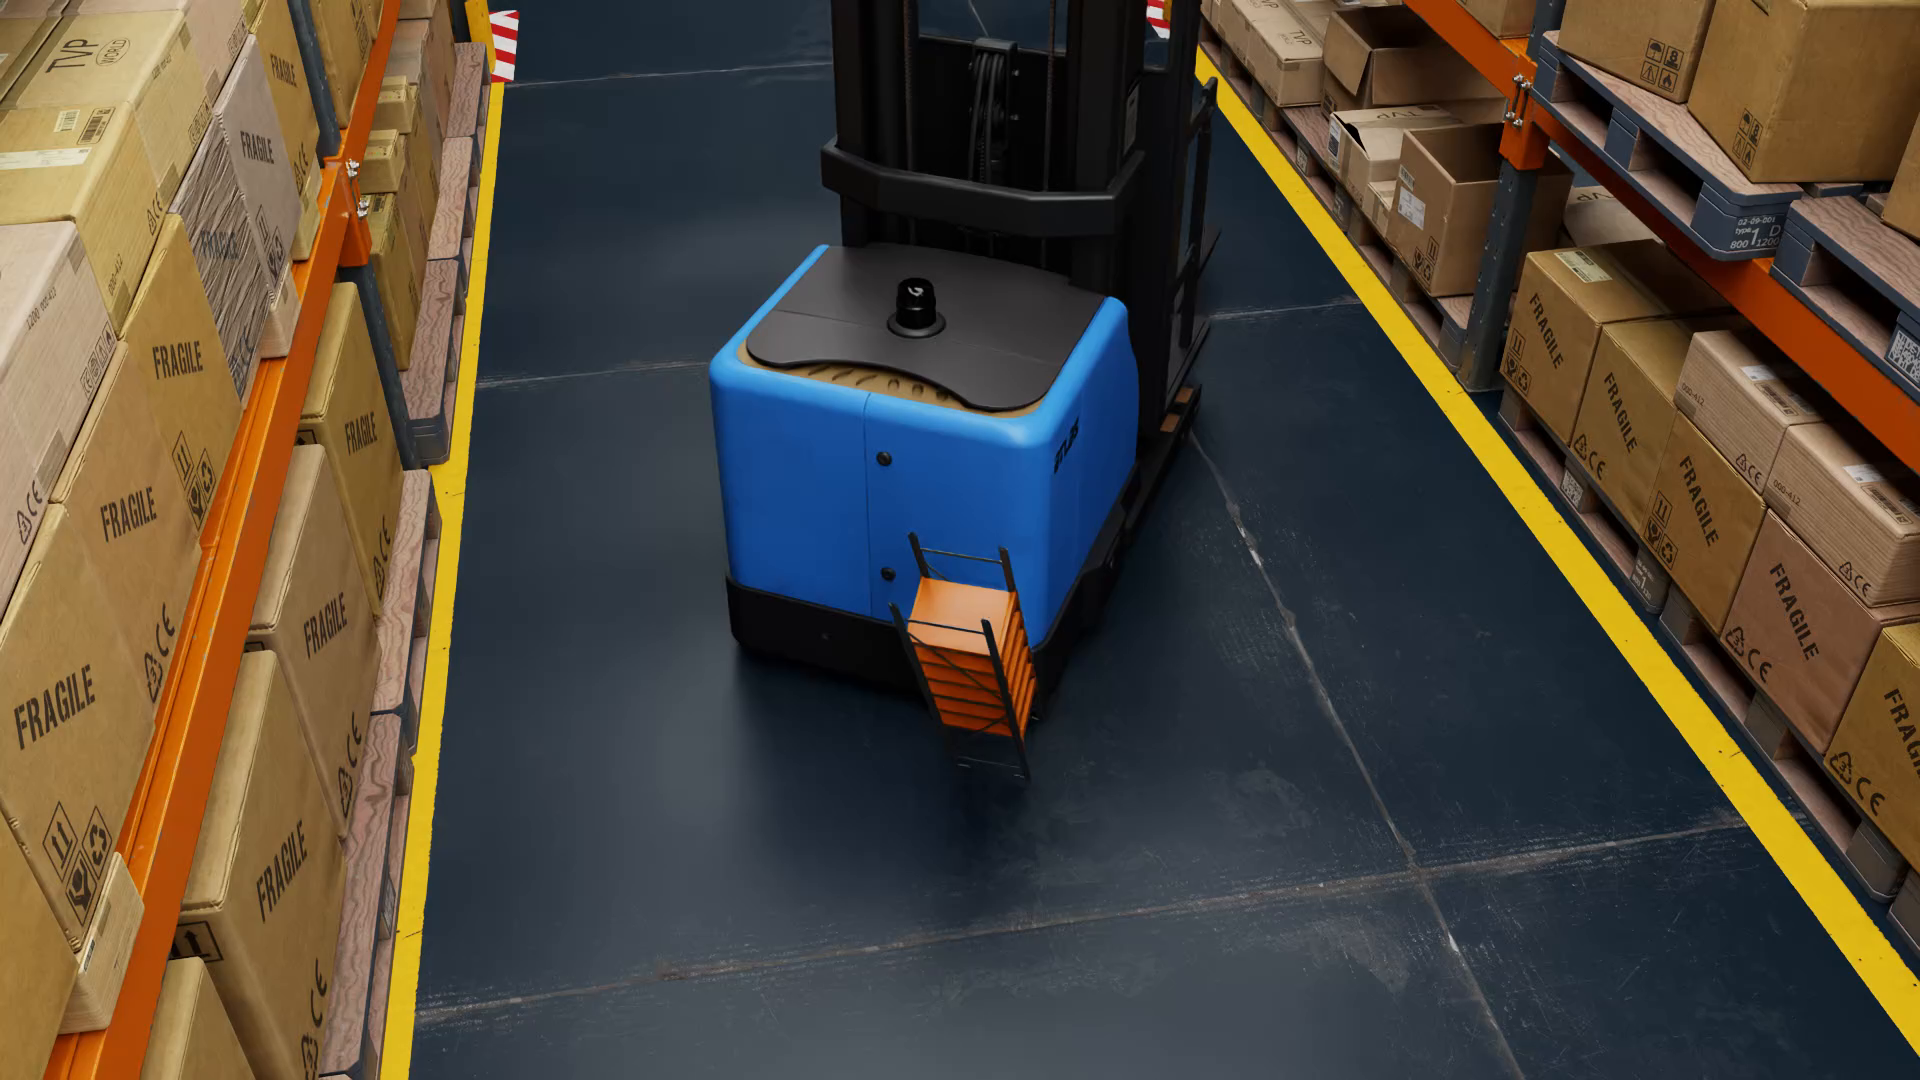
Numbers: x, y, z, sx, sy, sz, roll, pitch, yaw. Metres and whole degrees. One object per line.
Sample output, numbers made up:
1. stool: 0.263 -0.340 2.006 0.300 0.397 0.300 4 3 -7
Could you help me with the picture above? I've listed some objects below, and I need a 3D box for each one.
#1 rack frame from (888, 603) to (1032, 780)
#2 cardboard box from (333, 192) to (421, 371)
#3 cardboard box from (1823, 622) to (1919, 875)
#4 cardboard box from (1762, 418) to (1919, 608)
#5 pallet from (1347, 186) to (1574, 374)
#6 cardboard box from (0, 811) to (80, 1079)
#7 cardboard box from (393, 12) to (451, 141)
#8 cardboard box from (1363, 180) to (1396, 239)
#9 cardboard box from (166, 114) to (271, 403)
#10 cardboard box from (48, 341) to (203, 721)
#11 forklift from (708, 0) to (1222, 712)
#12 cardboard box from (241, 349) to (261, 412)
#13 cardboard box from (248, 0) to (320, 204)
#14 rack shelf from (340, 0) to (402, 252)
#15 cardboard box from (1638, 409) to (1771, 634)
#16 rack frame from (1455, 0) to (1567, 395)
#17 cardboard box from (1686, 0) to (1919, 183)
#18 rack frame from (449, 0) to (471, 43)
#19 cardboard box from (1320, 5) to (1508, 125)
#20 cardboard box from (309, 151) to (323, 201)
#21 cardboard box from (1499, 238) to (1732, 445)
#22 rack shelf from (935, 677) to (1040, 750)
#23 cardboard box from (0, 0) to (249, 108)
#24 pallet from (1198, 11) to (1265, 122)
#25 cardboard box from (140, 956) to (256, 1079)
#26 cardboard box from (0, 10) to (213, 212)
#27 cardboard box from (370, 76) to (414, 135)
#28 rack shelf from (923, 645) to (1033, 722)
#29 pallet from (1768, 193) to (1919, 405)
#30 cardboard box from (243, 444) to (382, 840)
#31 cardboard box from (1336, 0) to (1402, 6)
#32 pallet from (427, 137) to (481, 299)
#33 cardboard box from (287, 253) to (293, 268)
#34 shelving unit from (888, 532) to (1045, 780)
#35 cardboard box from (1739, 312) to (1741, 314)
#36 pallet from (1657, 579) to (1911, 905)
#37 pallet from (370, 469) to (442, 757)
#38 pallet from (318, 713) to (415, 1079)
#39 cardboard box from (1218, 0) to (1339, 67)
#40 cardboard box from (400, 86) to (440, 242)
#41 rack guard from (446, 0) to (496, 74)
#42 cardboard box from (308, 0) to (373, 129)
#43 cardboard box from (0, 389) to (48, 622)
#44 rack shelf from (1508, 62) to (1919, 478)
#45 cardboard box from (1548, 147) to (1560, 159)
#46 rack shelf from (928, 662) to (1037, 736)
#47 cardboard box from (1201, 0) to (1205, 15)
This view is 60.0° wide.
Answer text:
1. rack frame: 0.022 0.422 4.335 0.240 1.200 0.006 9 66 12
2. cardboard box: -2.447 -0.946 6.218 0.700 0.500 0.500 -6 38 -7
3. cardboard box: 2.675 0.537 4.292 0.500 0.500 0.500 -8 38 -10
4. cardboard box: 2.568 -0.097 4.498 0.500 0.250 0.500 -7 38 -9
5. pallet: 2.340 -1.153 7.063 1.003 0.211 1.213 -6 38 -8
6. cardboard box: -1.549 0.626 2.159 0.500 0.500 0.500 -5 38 -7
7. cardboard box: -2.809 -2.185 7.813 0.700 0.500 0.500 -6 38 -8
8. cardboard box: 1.955 -1.421 7.100 0.380 0.149 0.250 -6 38 -8
9. cardboard box: -1.909 -0.606 3.745 0.500 0.500 0.500 -6 38 -8
10. cardboard box: -1.718 0.008 2.954 0.500 0.500 0.500 -6 38 -8
11. forklift: 0.269 -1.543 5.346 1.130 2.935 3.031 13 40 16
12. cardboard box: -1.929 -0.420 4.035 0.380 0.149 0.250 -6 38 -8
13. cardboard box: -2.088 -1.218 4.532 0.500 0.500 0.500 -7 38 -9
14. rack shelf: -2.768 -2.228 6.760 1.077 0.370 4.000 -6 38 -8
15. cardboard box: 2.489 -0.084 5.092 0.500 0.500 0.500 -6 38 -7
16. rack frame: 2.459 -1.840 5.673 1.000 3.000 0.127 -6 38 -8
17. cardboard box: 2.505 -1.326 4.588 0.700 0.500 0.500 -1 38 -1
18. rack frame: -3.118 -3.721 8.094 1.000 3.000 0.127 -6 38 -8
19. cardboard box: 2.125 -2.162 7.764 0.797 0.503 0.637 -6 38 -8
20. cardboard box: -2.079 -1.040 4.832 0.380 0.149 0.250 -6 38 -8
21. cardboard box: 2.304 -0.708 5.895 0.500 0.500 0.500 -8 39 -10
22. rack shelf: 0.077 0.462 4.626 0.258 0.103 0.180 9 66 12
23. cardboard box: -2.003 -1.201 3.900 0.500 0.250 0.500 -5 38 -7
24. pallet: 1.912 -2.627 8.960 1.003 0.211 1.213 -6 38 -8
25. cardboard box: -1.716 1.336 2.995 0.750 0.750 0.750 -7 38 -9
26. cardboard box: -1.914 -0.893 3.503 0.500 0.250 0.500 -6 38 -7
27. cardboard box: -2.419 -1.744 6.716 0.380 0.149 0.250 -7 38 -9
28. rack shelf: 0.048 0.359 4.411 0.258 0.103 0.180 9 66 12
29. pallet: 2.815 -0.522 4.133 1.003 0.211 1.213 -6 38 -8
30. cardboard box: -2.016 0.294 4.337 0.750 0.750 0.750 -5 38 -7
31. cardboard box: 2.096 -3.140 9.026 0.500 0.500 0.500 -6 38 -8
32. pallet: -2.691 -1.410 7.392 1.003 0.211 1.213 -6 38 -8
33. cardboard box: -2.011 -0.728 4.431 0.380 0.149 0.250 -5 38 -7
34. shelving unit: 0.043 0.340 4.371 0.258 1.200 0.189 9 66 12
35. cardboard box: 2.906 -0.460 5.575 0.500 0.500 0.500 -6 38 -8
36. pallet: 2.856 0.487 4.951 1.003 0.211 1.213 -6 38 -8
37. pallet: -2.208 0.255 5.250 1.003 0.211 1.213 -6 38 -8
38. pallet: -1.990 0.993 4.300 1.003 0.211 1.213 -6 38 -8
39. cardboard box: 1.662 -2.683 8.641 0.500 0.250 0.500 -6 38 -8
40. cardboard box: -2.620 -1.560 7.008 0.700 0.500 0.500 -5 38 -7
41. rack guard: -3.122 -2.748 8.880 1.175 0.500 0.348 -6 38 -8
42. cardboard box: -2.496 -1.752 5.316 0.980 0.700 0.700 -6 38 -7
43. cardboard box: -1.637 0.024 2.323 0.500 0.250 0.500 -7 38 -9
44. rack shelf: 2.810 -0.348 4.339 1.077 0.370 4.000 -6 38 -8
45. cardboard box: 2.437 -1.693 7.435 0.380 0.166 0.250 -6 38 -8
46. rack shelf: 0.063 0.411 4.519 0.258 0.103 0.180 9 66 12
47. cardboard box: 1.493 -3.014 9.149 0.380 0.149 0.250 -6 38 -8
